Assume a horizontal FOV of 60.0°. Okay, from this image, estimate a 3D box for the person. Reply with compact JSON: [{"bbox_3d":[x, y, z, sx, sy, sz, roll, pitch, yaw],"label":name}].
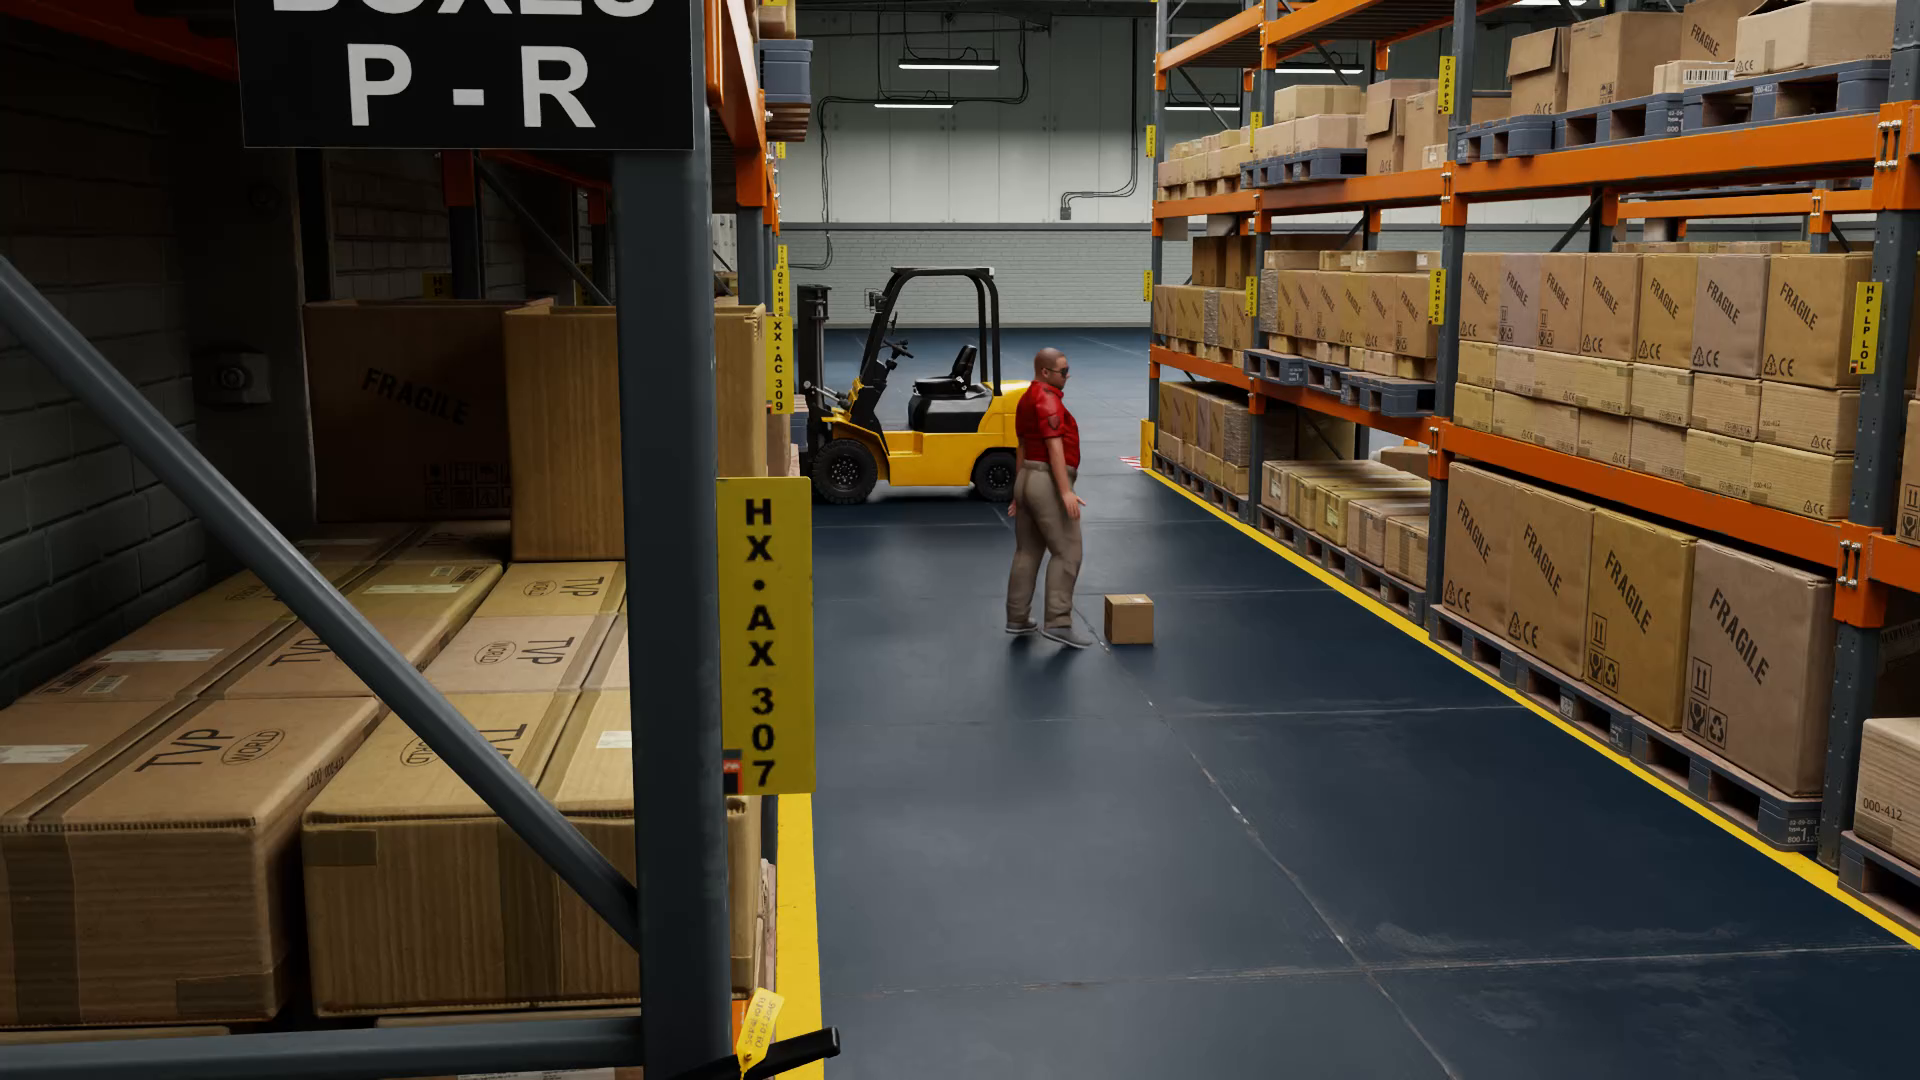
[{"bbox_3d":[0.527,-0.242,9.795,0.435,1.766,0.689,-4,11,-20],"label":"person"}]
